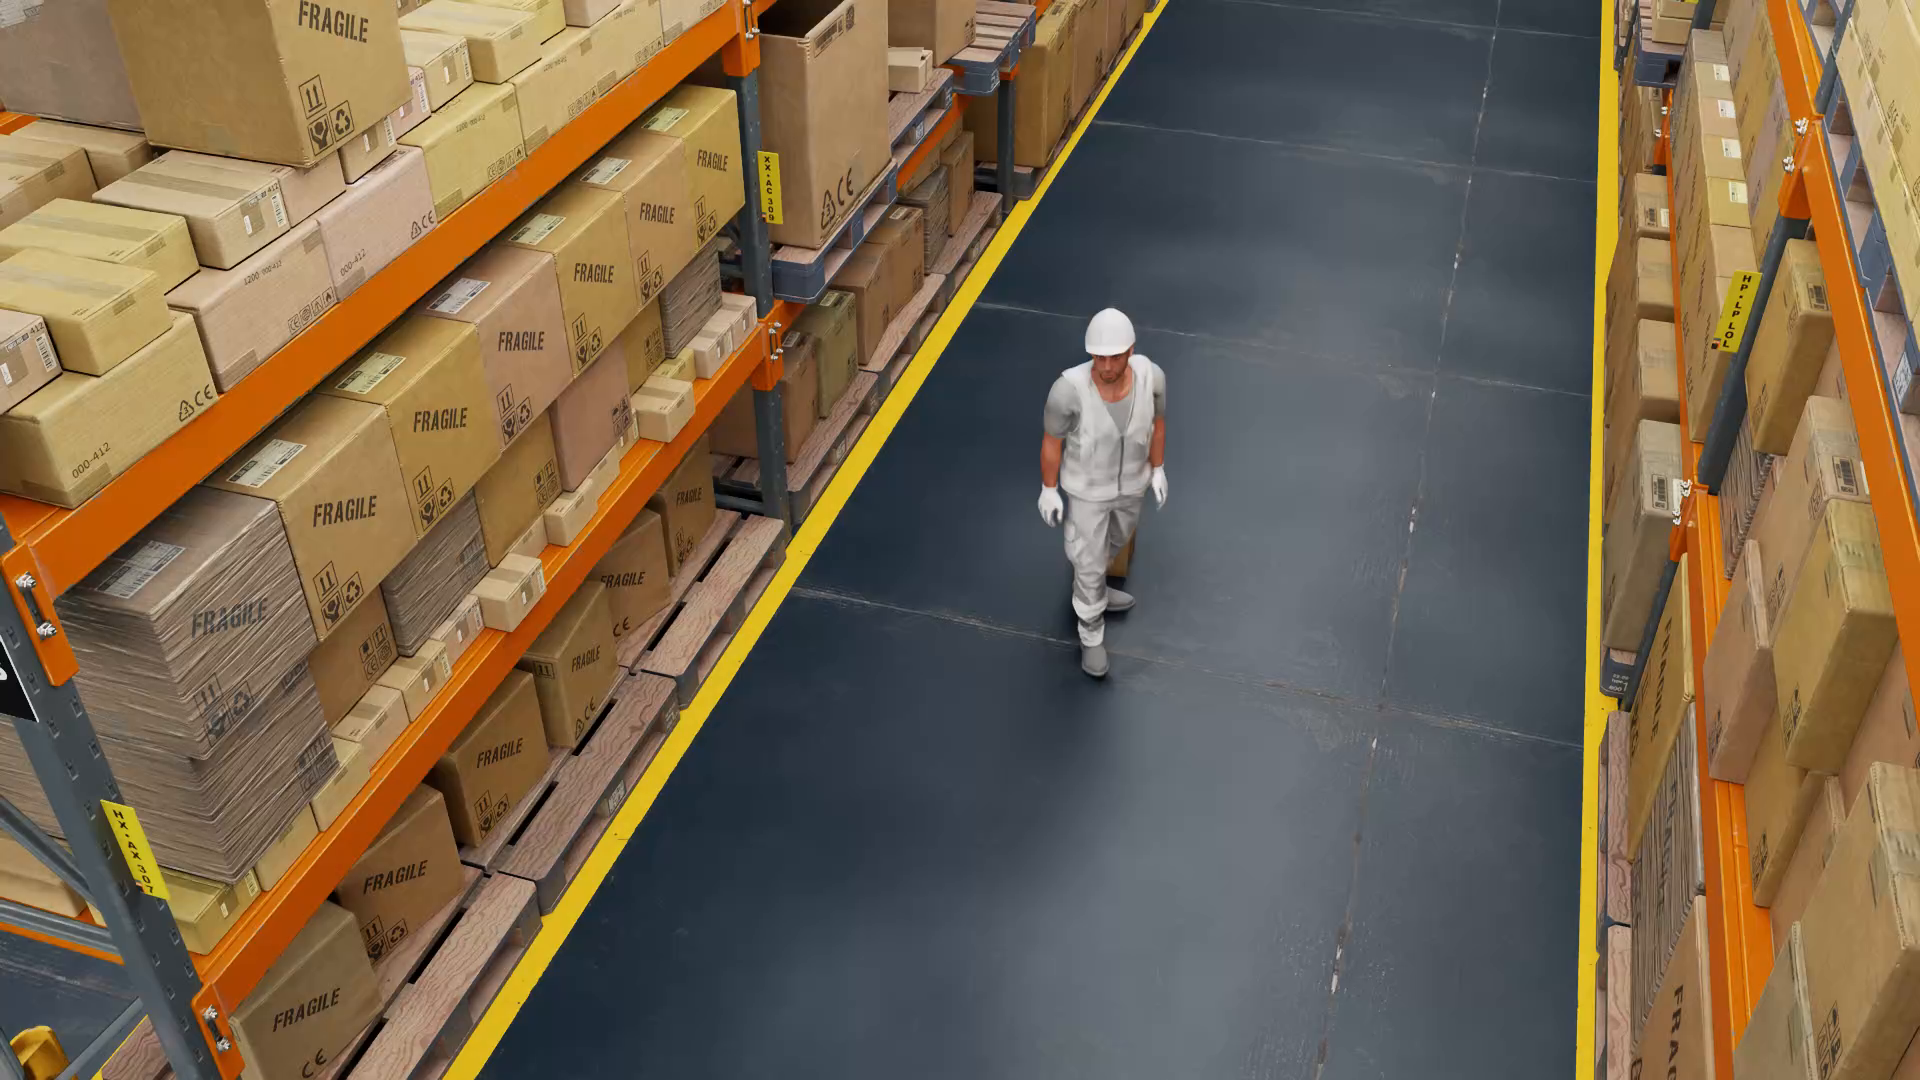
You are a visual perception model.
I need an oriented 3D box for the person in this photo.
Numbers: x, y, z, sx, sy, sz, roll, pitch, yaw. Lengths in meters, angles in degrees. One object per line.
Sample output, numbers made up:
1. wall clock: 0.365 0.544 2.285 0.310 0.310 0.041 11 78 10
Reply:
1. person: 0.616 -0.258 7.226 0.575 1.779 0.595 -13 39 -17
